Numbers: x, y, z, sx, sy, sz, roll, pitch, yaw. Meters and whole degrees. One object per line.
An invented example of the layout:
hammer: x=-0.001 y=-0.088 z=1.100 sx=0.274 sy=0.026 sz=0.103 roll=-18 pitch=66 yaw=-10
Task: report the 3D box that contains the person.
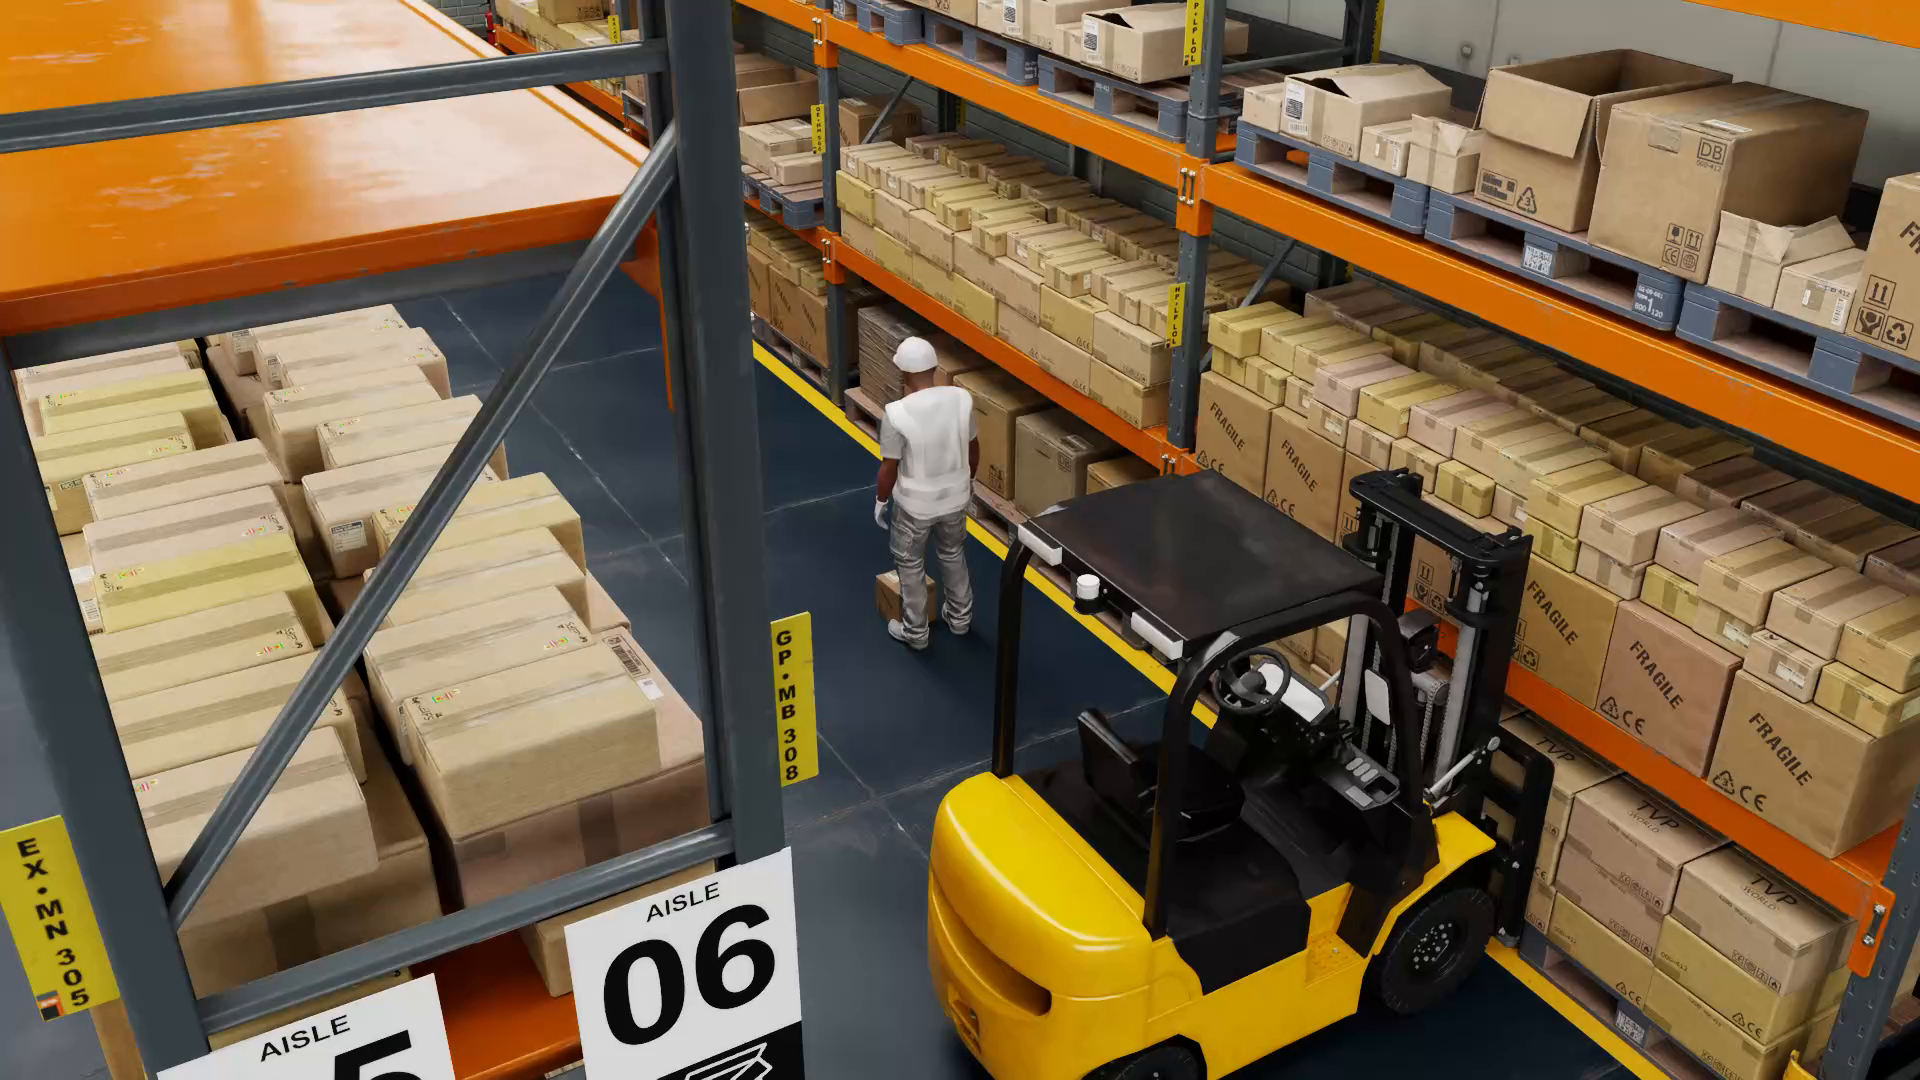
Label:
person: x=-0.176 y=-0.244 z=8.999 sx=0.619 sy=1.774 sz=0.446 roll=-16 pitch=32 yaw=-26
